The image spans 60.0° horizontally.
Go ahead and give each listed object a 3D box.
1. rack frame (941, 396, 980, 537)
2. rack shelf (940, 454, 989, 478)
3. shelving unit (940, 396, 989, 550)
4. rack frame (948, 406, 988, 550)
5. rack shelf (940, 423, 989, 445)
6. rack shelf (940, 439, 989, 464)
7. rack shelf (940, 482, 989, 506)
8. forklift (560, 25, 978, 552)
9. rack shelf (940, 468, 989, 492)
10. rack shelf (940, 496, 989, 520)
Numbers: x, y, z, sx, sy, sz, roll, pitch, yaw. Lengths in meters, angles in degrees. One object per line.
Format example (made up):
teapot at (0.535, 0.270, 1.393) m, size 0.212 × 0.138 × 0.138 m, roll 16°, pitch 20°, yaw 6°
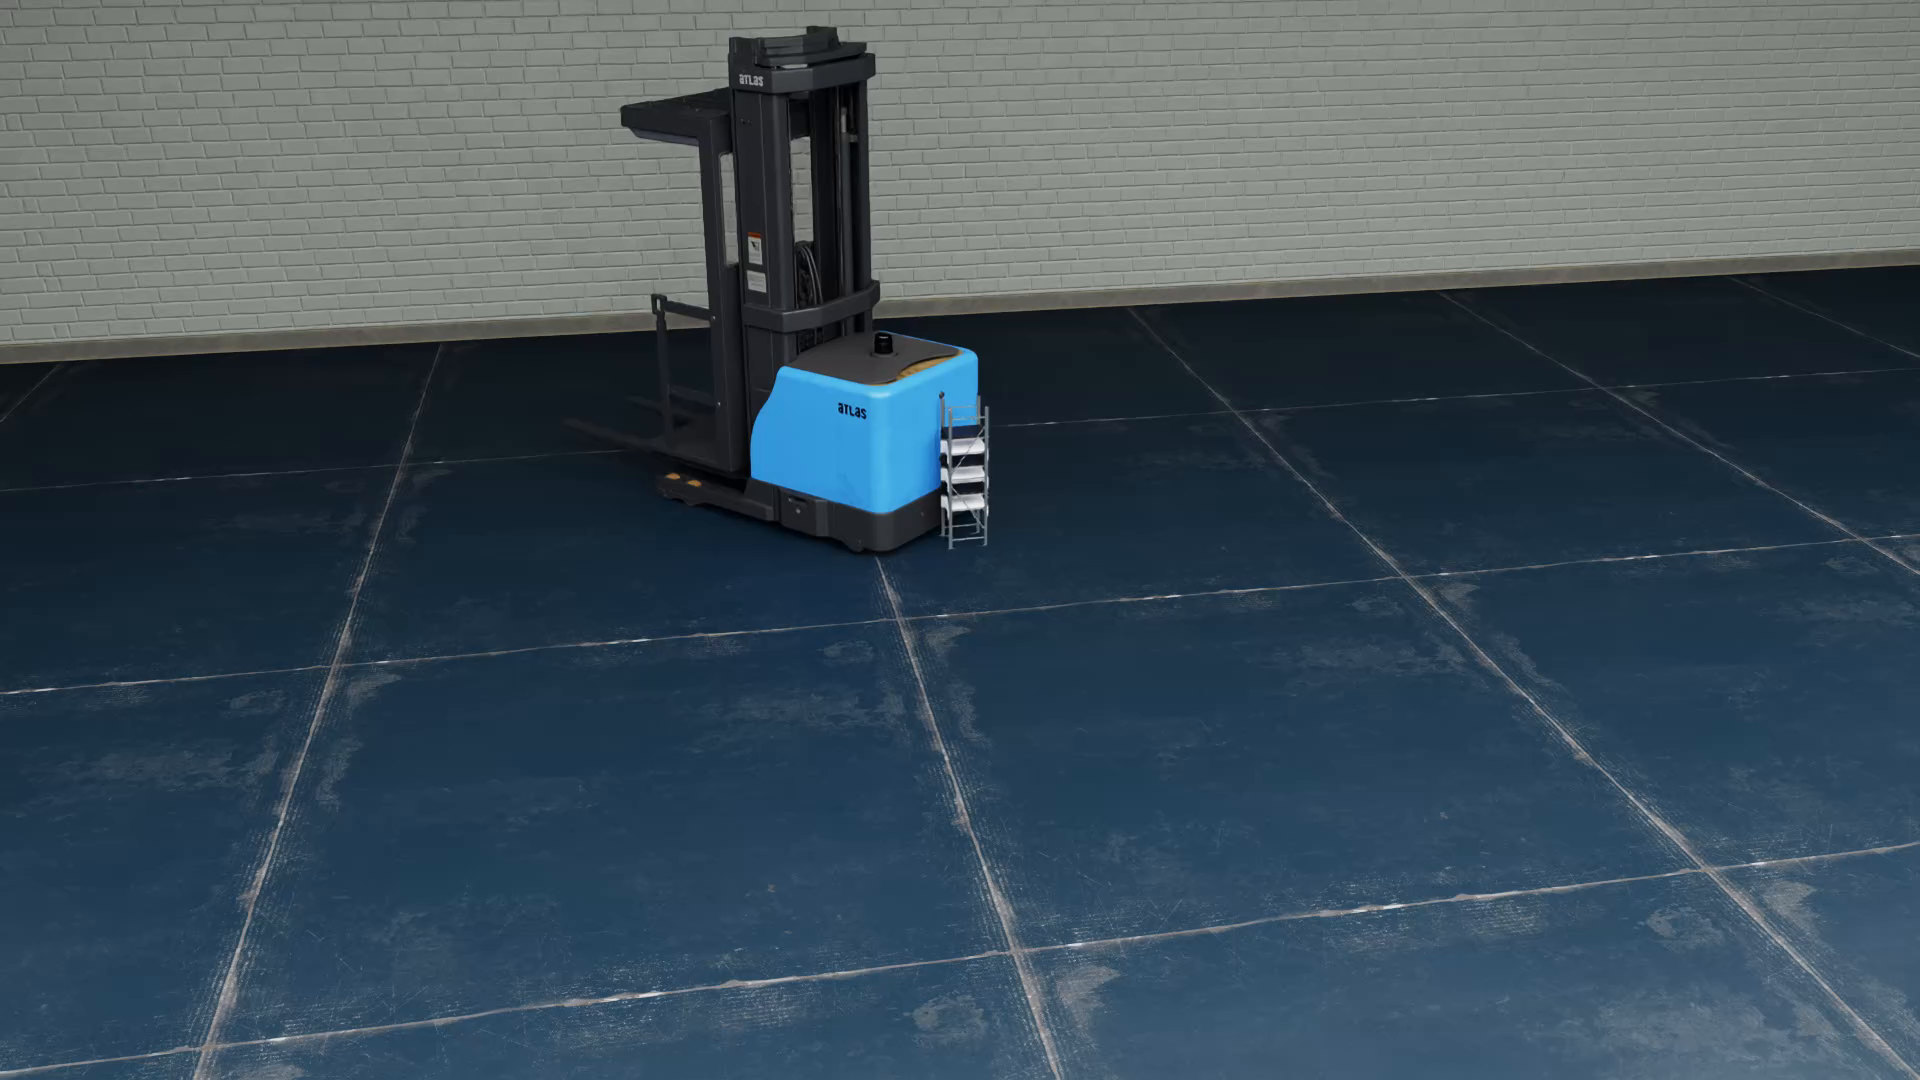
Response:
rack frame at (0.004, -0.443, 10.140) m, size 0.240 × 0.900 × 0.006 m, roll -5°, pitch 24°, yaw -12°
rack shelf at (0.027, -0.455, 10.026) m, size 0.258 × 0.077 × 0.200 m, roll -5°, pitch 24°, yaw -12°
shelving unit at (0.027, -0.403, 10.049) m, size 0.258 × 0.900 × 0.210 m, roll -5°, pitch 24°, yaw -12°
rack frame at (0.049, -0.364, 9.958) m, size 0.240 × 0.900 × 0.006 m, roll -5°, pitch 24°, yaw -12°
rack shelf at (0.027, -0.620, 9.954) m, size 0.258 × 0.077 × 0.200 m, roll -5°, pitch 24°, yaw -12°
rack shelf at (0.027, -0.538, 9.990) m, size 0.258 × 0.077 × 0.200 m, roll -5°, pitch 24°, yaw -12°
rack shelf at (0.027, -0.290, 10.098) m, size 0.258 × 0.077 × 0.200 m, roll -5°, pitch 24°, yaw -12°
forklift at (-1.366, -1.718, 10.521) m, size 3.031 × 2.935 × 1.130 m, roll 16°, pitch 28°, yaw 32°
rack shelf at (0.027, -0.373, 10.062) m, size 0.258 × 0.077 × 0.200 m, roll -5°, pitch 24°, yaw -12°
rack shelf at (0.027, -0.208, 10.134) m, size 0.258 × 0.077 × 0.200 m, roll -5°, pitch 24°, yaw -12°
